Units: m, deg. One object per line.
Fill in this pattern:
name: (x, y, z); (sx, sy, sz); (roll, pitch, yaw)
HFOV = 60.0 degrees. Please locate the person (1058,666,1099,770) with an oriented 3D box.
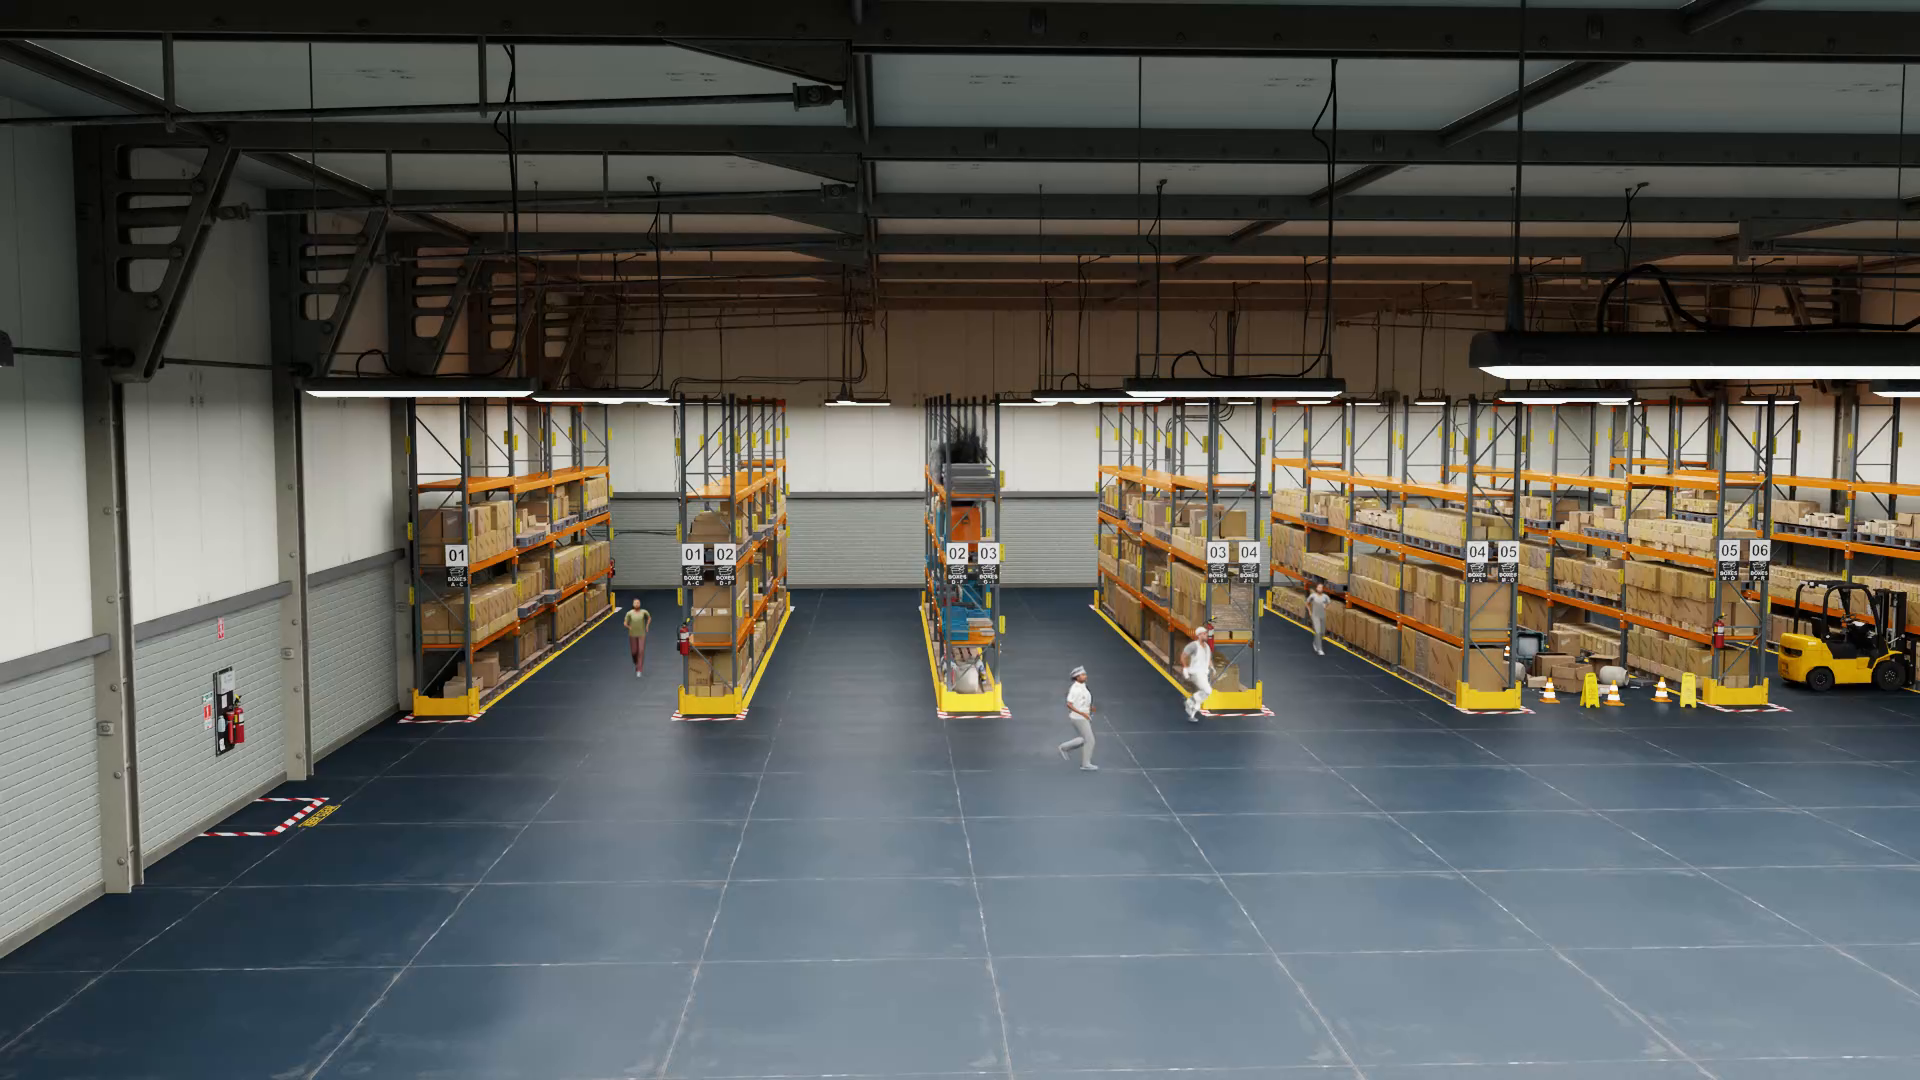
person: (1.877, 2.811, 26.367); (0.658, 1.654, 0.579); (1, 5, 18)

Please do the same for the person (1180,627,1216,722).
person: (4.433, 2.459, 30.462); (0.714, 1.711, 0.558); (-4, 6, -44)

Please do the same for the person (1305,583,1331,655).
person: (8.372, 1.813, 38.783); (0.580, 1.659, 0.845); (-1, 5, -6)

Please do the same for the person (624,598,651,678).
person: (-6.921, 2.065, 35.682); (0.578, 1.663, 0.935); (-1, 5, -11)
